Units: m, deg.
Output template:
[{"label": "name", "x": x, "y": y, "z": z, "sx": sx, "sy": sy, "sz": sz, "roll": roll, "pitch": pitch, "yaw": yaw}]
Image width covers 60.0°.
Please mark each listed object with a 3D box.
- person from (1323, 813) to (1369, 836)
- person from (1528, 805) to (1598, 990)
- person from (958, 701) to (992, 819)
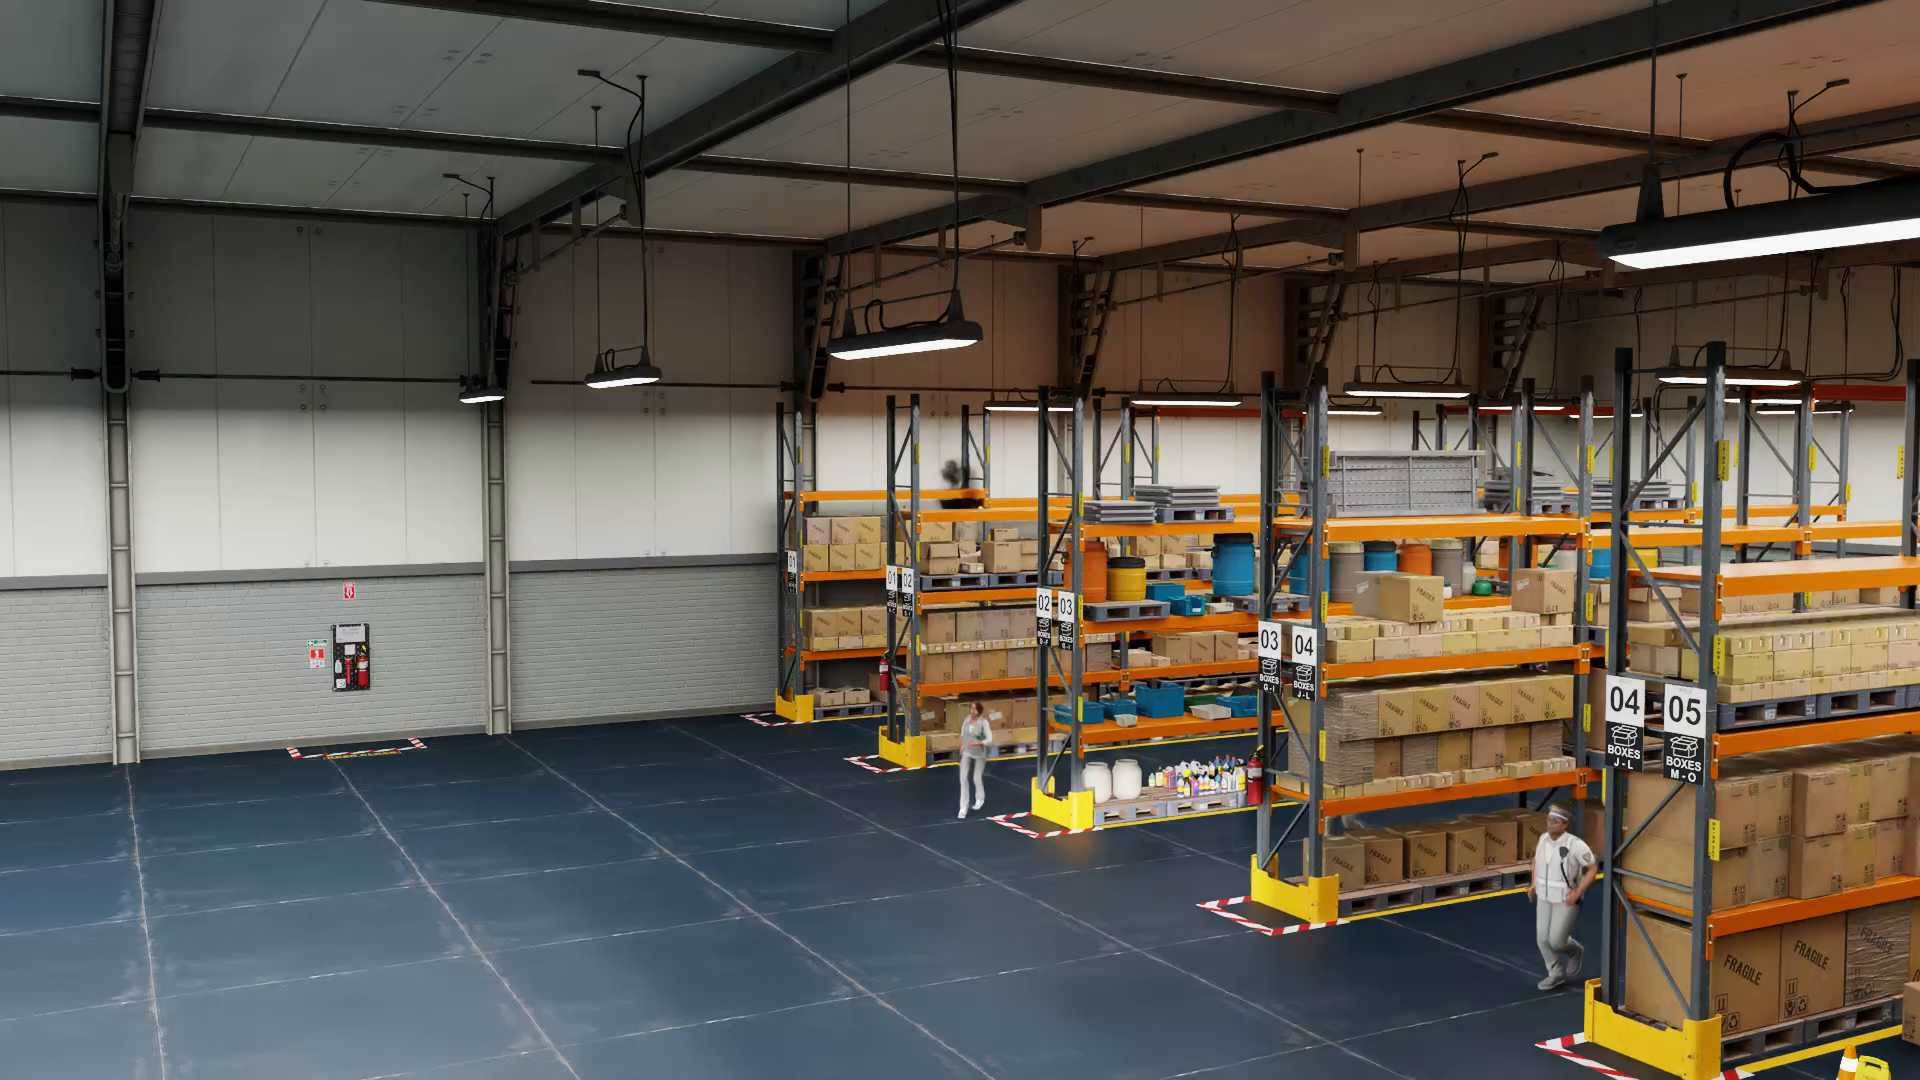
[{"label": "person", "x": 4.732, "y": 3.146, "z": 20.614, "sx": 0.960, "sy": 1.647, "sz": 0.571, "roll": -2, "pitch": 4, "yaw": -31}, {"label": "person", "x": 5.737, "y": 3.400, "z": 15.885, "sx": 0.564, "sy": 1.755, "sz": 0.661, "roll": -2, "pitch": 4, "yaw": -36}, {"label": "person", "x": 0.197, "y": 3.032, "z": 23.208, "sx": 0.508, "sy": 1.595, "sz": 0.751, "roll": 1, "pitch": 3, "yaw": 20}]
